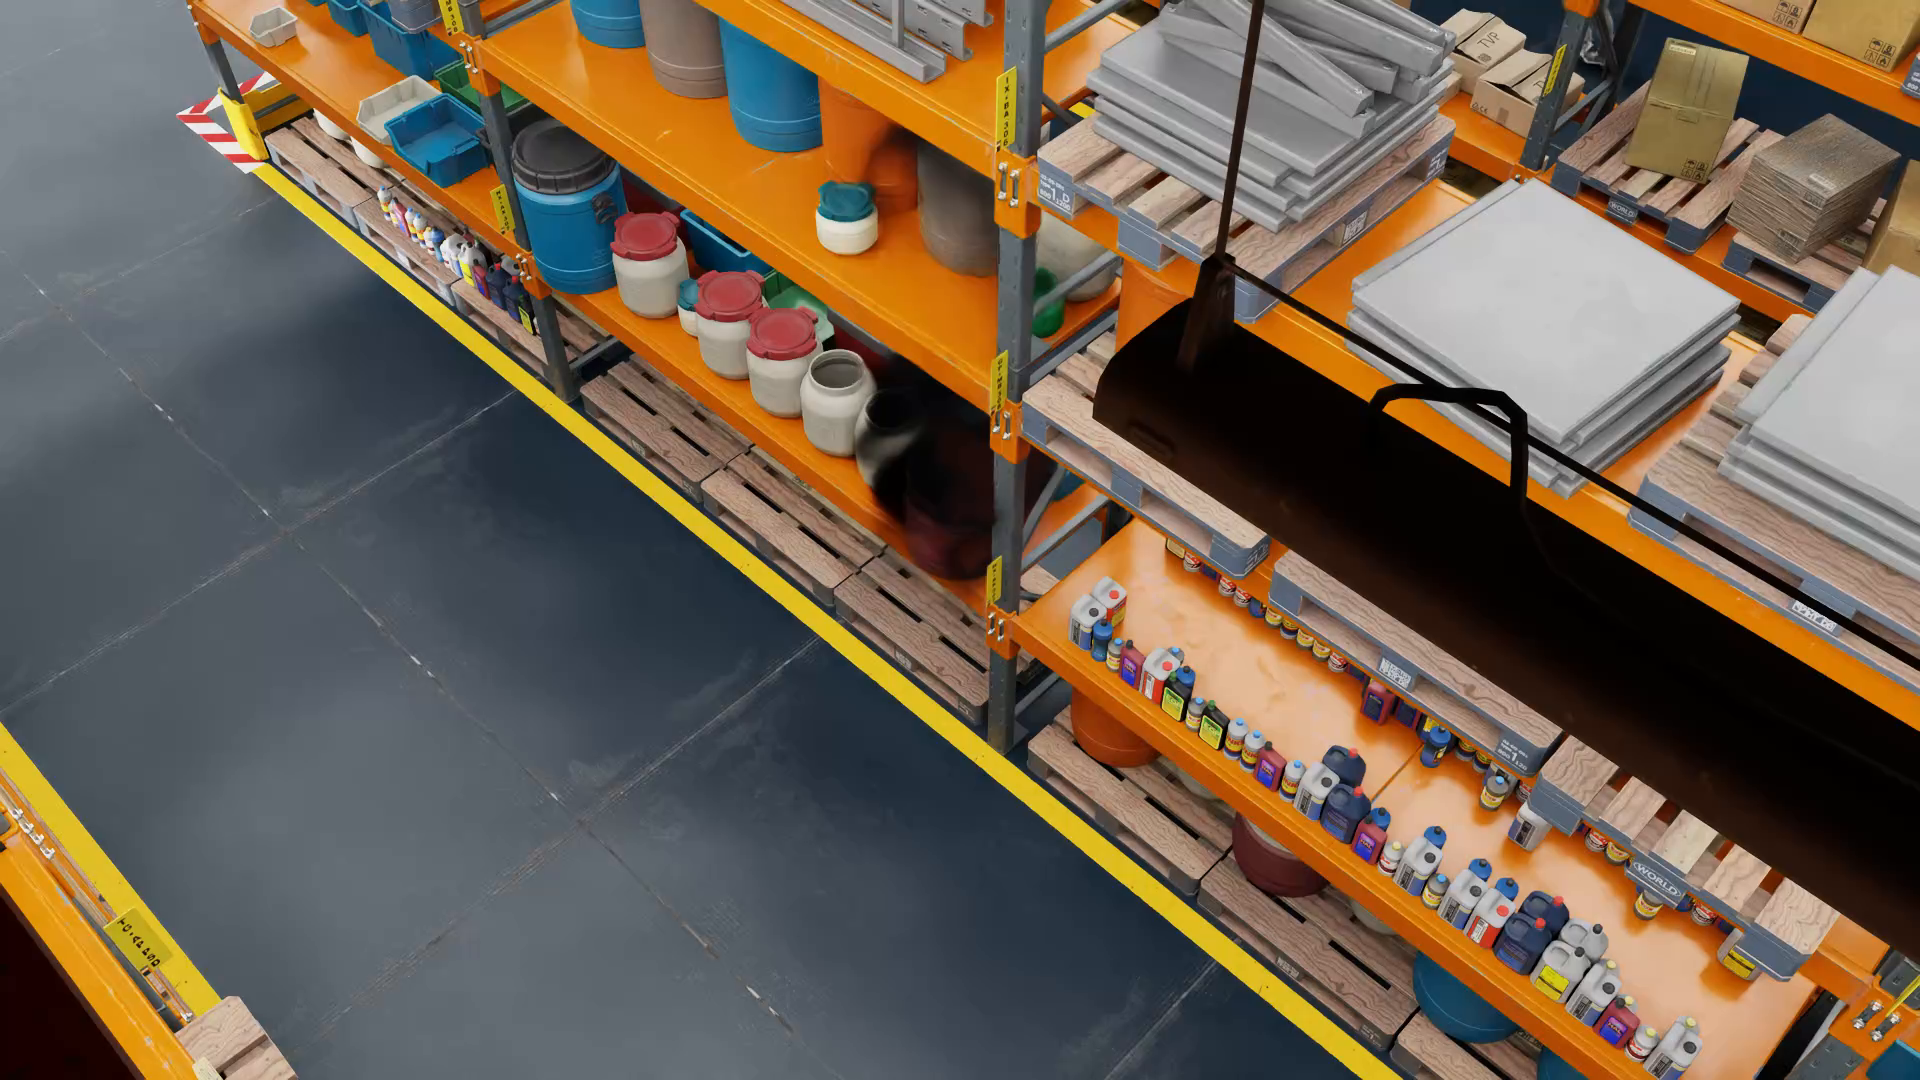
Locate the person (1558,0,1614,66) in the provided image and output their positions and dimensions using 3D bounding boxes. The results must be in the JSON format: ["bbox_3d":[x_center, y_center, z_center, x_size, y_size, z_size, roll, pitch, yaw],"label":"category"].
[{"bbox_3d":[5.061,-4.474,13.091,0.636,1.570,0.510,34,58,25],"label":"person"}]
